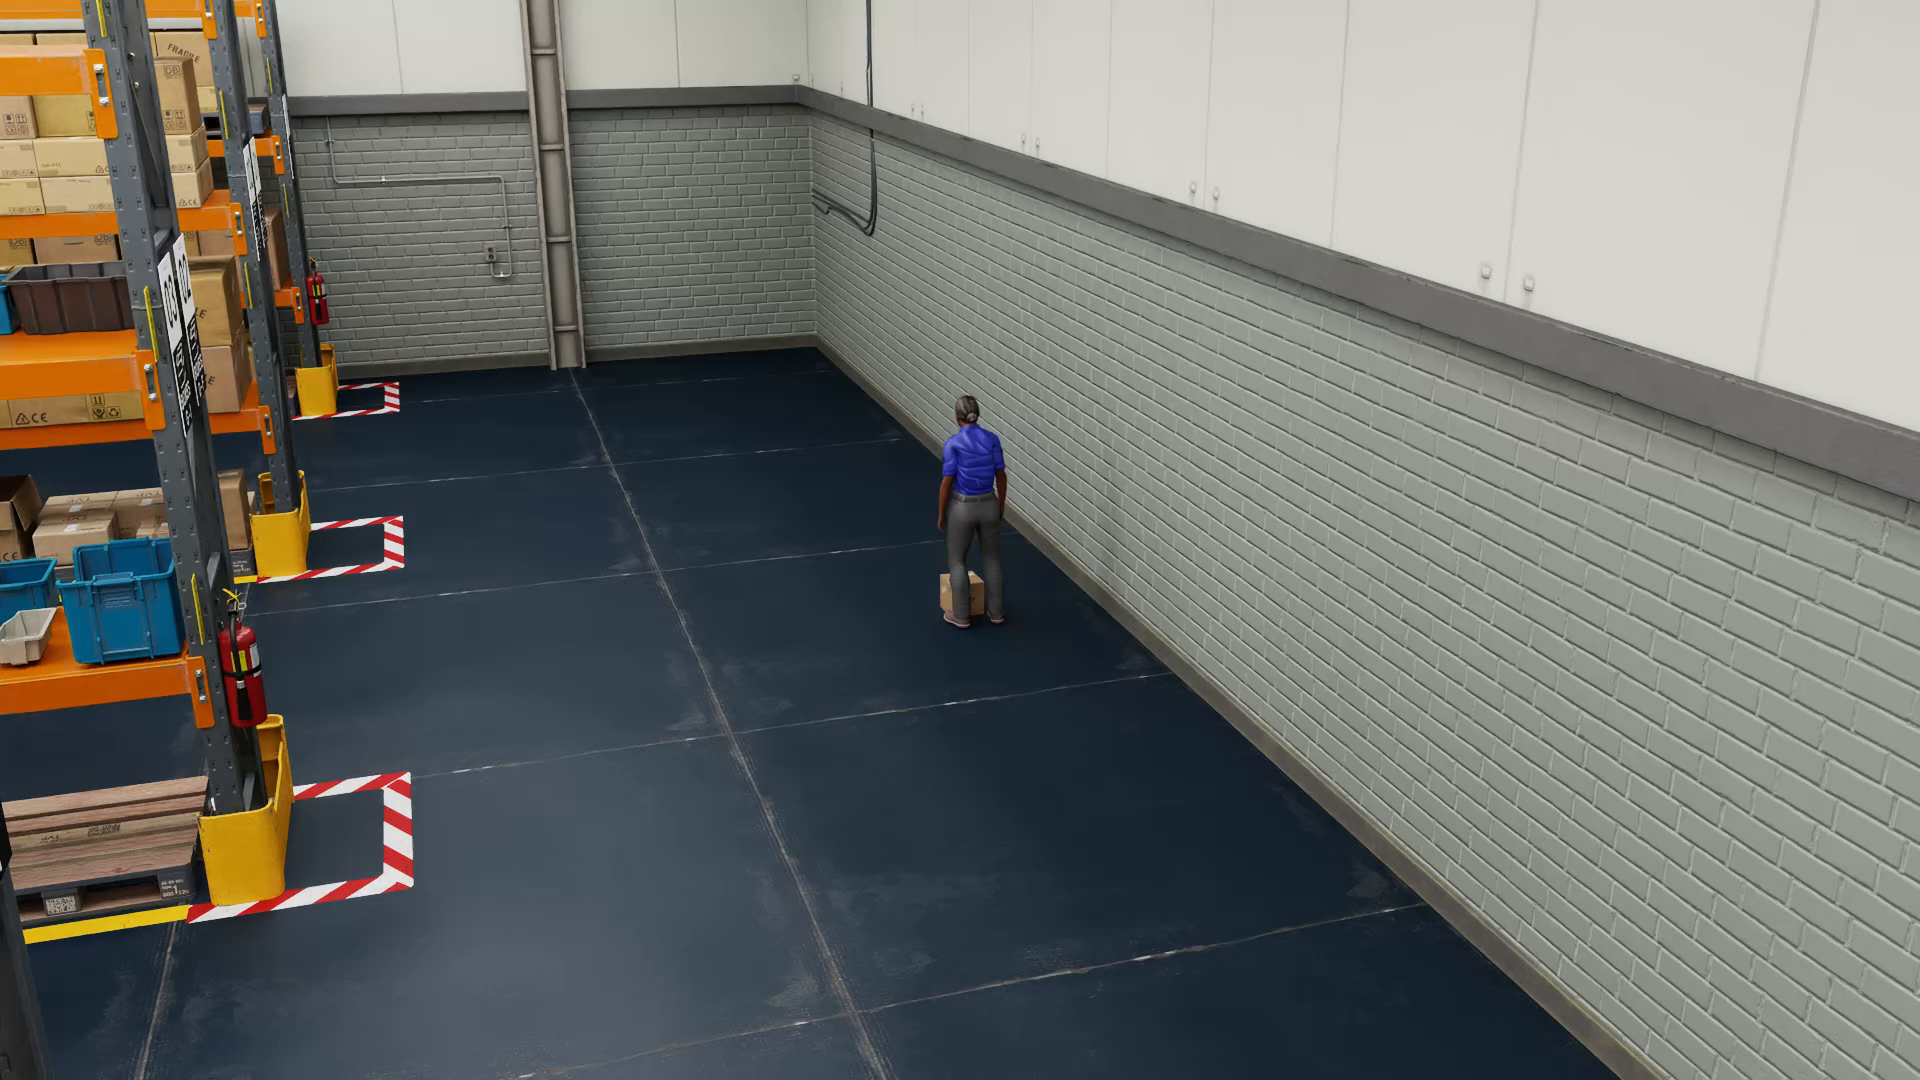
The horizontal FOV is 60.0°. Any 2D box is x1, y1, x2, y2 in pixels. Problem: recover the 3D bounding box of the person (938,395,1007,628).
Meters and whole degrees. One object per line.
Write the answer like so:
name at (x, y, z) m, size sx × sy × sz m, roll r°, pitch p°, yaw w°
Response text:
person at (0.094, -0.189, 11.636) m, size 0.521 × 1.640 × 0.351 m, roll -7°, pitch 20°, yaw -18°
